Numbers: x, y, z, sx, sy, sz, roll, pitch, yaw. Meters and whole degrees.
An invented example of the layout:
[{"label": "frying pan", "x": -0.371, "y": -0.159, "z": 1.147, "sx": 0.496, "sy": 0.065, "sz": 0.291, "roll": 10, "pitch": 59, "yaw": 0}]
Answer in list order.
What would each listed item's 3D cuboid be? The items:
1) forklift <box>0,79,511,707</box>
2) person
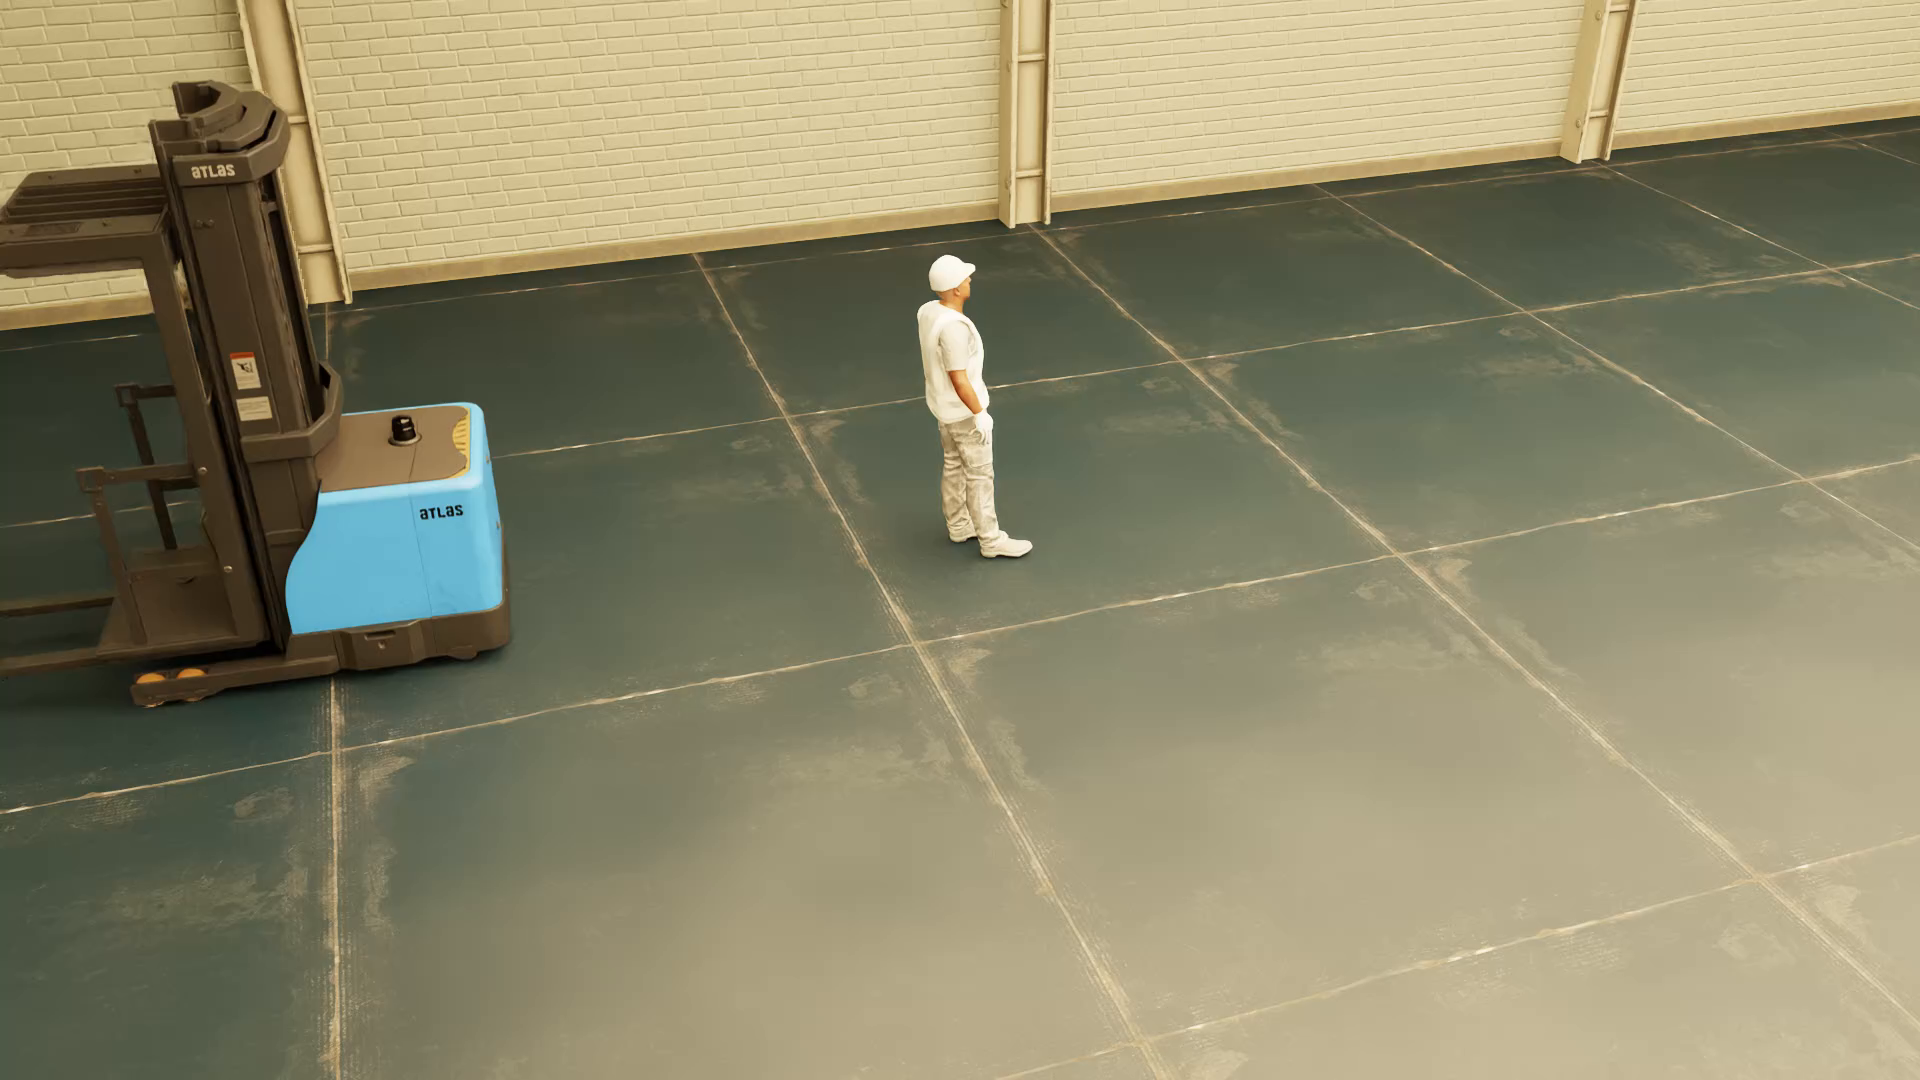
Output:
[{"label": "forklift", "x": -3.996, "y": -0.706, "z": 8.313, "sx": 3.031, "sy": 2.935, "sz": 1.130, "roll": -7, "pitch": 31, "yaw": -12}, {"label": "person", "x": 0.071, "y": -0.786, "z": 9.590, "sx": 0.577, "sy": 1.782, "sz": 0.656, "roll": -10, "pitch": 31, "yaw": -16}]
